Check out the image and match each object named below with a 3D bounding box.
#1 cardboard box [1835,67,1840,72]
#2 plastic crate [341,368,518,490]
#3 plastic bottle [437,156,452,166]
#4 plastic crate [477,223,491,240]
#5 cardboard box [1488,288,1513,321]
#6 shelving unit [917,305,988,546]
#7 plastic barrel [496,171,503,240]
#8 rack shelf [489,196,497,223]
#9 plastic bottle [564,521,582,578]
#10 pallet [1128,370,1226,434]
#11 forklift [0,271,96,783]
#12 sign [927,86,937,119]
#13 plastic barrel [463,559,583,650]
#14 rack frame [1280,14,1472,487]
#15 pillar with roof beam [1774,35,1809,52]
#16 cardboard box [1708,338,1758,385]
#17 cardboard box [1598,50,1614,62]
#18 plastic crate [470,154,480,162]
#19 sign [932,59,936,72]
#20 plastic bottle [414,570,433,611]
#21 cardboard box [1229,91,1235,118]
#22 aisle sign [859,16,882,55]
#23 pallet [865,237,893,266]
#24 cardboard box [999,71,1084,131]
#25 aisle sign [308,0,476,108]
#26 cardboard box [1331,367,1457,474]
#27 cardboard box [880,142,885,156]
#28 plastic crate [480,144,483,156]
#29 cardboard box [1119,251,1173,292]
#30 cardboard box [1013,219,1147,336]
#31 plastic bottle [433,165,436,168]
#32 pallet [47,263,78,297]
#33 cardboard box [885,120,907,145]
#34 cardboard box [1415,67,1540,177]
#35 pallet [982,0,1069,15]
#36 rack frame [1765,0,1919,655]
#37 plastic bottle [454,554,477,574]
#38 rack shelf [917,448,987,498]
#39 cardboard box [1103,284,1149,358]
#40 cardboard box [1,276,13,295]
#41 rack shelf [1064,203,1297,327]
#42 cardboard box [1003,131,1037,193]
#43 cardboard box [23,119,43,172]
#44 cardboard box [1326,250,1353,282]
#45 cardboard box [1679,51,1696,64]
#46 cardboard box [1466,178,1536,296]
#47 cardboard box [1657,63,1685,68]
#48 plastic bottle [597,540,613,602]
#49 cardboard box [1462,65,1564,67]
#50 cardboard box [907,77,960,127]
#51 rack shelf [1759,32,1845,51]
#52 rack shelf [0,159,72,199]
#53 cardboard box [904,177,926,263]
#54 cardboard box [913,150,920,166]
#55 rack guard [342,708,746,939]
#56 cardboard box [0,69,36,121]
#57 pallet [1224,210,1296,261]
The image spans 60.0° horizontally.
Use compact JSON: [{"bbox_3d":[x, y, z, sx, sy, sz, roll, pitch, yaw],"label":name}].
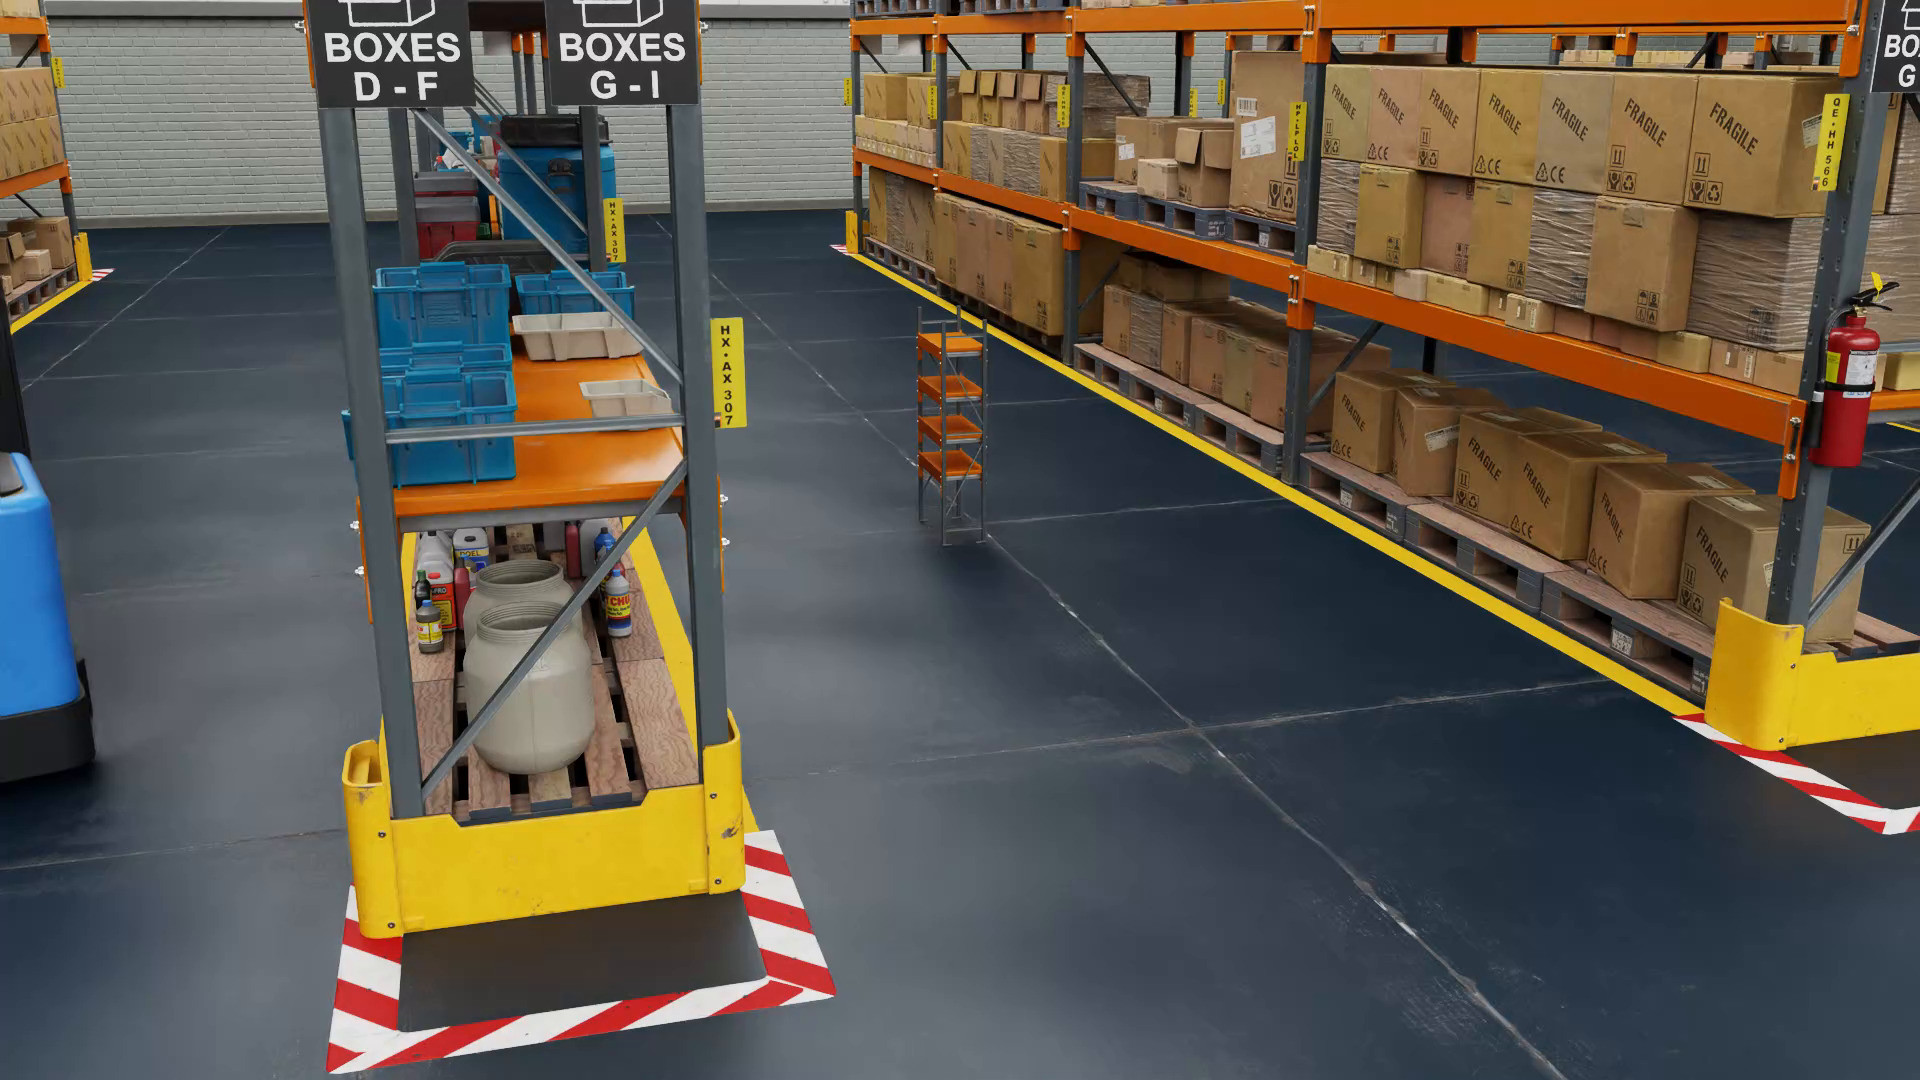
[{"bbox_3d":[9.926,-4.914,18.185,0.500,0.500,0.500,-5,17,-17],"label":"cardboard box"},{"bbox_3d":[-1.638,-0.358,5.189,0.499,0.251,0.616,-5,17,-15],"label":"plastic crate"},{"bbox_3d":[-4.649,-3.315,14.990,0.152,0.276,0.135,-5,17,-15],"label":"plastic bottle"},{"bbox_3d":[-3.062,-1.779,10.029,0.450,0.188,0.662,-5,17,-15],"label":"plastic crate"},{"bbox_3d":[2.757,-1.130,7.936,0.380,0.149,0.250,-5,17,-15],"label":"cardboard box"},{"bbox_3d":[-0.045,-0.620,8.932,0.258,1.200,0.503,-5,17,-15],"label":"shelving unit"},{"bbox_3d":[-2.566,-1.971,10.064,0.433,0.535,0.433,0,17,0],"label":"plastic barrel"},{"bbox_3d":[-3.961,-2.736,14.098,1.077,0.370,4.000,-5,17,-15],"label":"rack shelf"},{"bbox_3d":[-1.778,0.021,7.626,0.061,0.283,0.133,-5,17,-15],"label":"plastic bottle"},{"bbox_3d":[1.896,-1.031,12.016,1.003,0.211,1.213,-5,17,-15],"label":"pallet"},{"bbox_3d":[-4.382,-0.809,6.550,1.130,2.935,3.031,-11,20,-32],"label":"forklift"},{"bbox_3d":[-0.282,-4.434,16.856,0.100,0.325,0.005,-5,17,-15],"label":"sign"},{"bbox_3d":[-1.605,0.361,6.131,0.421,0.512,0.421,0,17,0],"label":"plastic barrel"},{"bbox_3d":[2.450,-1.813,9.773,1.000,3.000,0.127,-5,17,-15],"label":"rack frame"},{"bbox_3d":[9.439,-9.659,25.465,9.100,9.000,0.400,-5,17,-15],"label":"pillar with roof beam"},{"bbox_3d":[3.204,-0.718,6.564,0.380,0.149,0.250,-5,17,-15],"label":"cardboard box"},{"bbox_3d":[8.703,-6.414,22.050,0.380,0.149,0.250,-5,18,-17],"label":"cardboard box"},{"bbox_3d":[-5.077,-3.819,16.827,0.437,0.125,0.590,-5,17,-15],"label":"plastic crate"},{"bbox_3d":[-0.322,-5.839,20.752,0.100,0.325,0.005,-5,17,-15],"label":"sign"},{"bbox_3d":[-2.189,0.271,6.792,0.061,0.283,0.133,-4,17,-14],"label":"plastic bottle"},{"bbox_3d":[3.807,-5.541,21.492,0.500,0.500,0.500,-4,17,-13],"label":"cardboard box"},{"bbox_3d":[-1.156,-6.373,20.436,0.394,0.787,0.004,-5,17,-15],"label":"aisle sign"},{"bbox_3d":[-0.553,-3.581,20.508,1.003,0.211,1.213,-5,17,-15],"label":"pallet"},{"bbox_3d":[0.798,-4.016,15.192,0.797,0.503,0.637,-4,17,-13],"label":"cardboard box"},{"bbox_3d":[-1.479,-1.516,4.267,0.394,0.787,0.004,-5,17,-15],"label":"aisle sign"},{"bbox_3d":[2.522,-0.703,9.693,0.500,0.500,0.500,-5,18,-17],"label":"cardboard box"},{"bbox_3d":[-0.712,-4.532,19.262,0.380,0.149,0.250,-5,17,-16],"label":"cardboard box"},{"bbox_3d":[-5.146,-4.350,18.575,0.396,0.136,0.243,-5,17,-15],"label":"plastic crate"},{"bbox_3d":[1.564,-2.109,13.035,0.500,0.250,0.500,-4,17,-13],"label":"cardboard box"},{"bbox_3d":[1.181,-2.295,14.342,1.225,0.875,0.875,-6,18,-18],"label":"cardboard box"},{"bbox_3d":[-4.334,-2.954,13.775,0.061,0.283,0.133,-5,17,-15],"label":"plastic bottle"},{"bbox_3d":[-10.133,-2.773,17.816,1.003,0.211,1.213,-5,17,-15],"label":"pallet"},{"bbox_3d":[-0.543,-4.622,18.869,0.500,0.250,0.500,-5,17,-16],"label":"cardboard box"},{"bbox_3d":[2.605,-2.061,8.170,0.500,0.500,0.500,-5,17,-15],"label":"cardboard box"},{"bbox_3d":[0.813,-4.748,14.660,1.003,0.211,1.213,-4,17,-13],"label":"pallet"},{"bbox_3d":[3.549,-0.706,6.089,1.000,3.000,0.127,-5,17,-15],"label":"rack frame"},{"bbox_3d":[-2.165,0.164,7.291,0.097,0.201,0.097,0,17,0],"label":"plastic bottle"},{"bbox_3d":[-0.045,-0.366,9.008,0.258,0.148,0.480,-5,17,-15],"label":"rack shelf"},{"bbox_3d":[1.554,-1.749,13.141,0.700,0.500,0.500,-6,18,-18],"label":"cardboard box"},{"bbox_3d":[-9.429,-2.469,16.117,0.380,0.166,0.250,-5,17,-15],"label":"cardboard box"},{"bbox_3d":[1.900,-2.021,11.718,1.077,0.370,4.000,-5,17,-15],"label":"rack shelf"},{"bbox_3d":[0.700,-3.366,14.769,0.500,0.500,0.500,-5,18,-17],"label":"cardboard box"},{"bbox_3d":[-9.711,-4.014,16.926,0.500,0.500,0.500,-5,17,-15],"label":"cardboard box"},{"bbox_3d":[2.276,-1.539,9.298,0.380,0.149,0.250,-5,17,-15],"label":"cardboard box"},{"bbox_3d":[9.172,-5.993,20.649,0.380,0.149,0.250,-5,17,-16],"label":"cardboard box"},{"bbox_3d":[2.950,-1.461,7.910,0.875,0.500,0.500,-5,17,-15],"label":"cardboard box"},{"bbox_3d":[9.104,-5.726,20.887,0.500,0.500,0.500,-4,17,-15],"label":"cardboard box"},{"bbox_3d":[-1.533,0.133,7.274,0.097,0.271,0.097,0,17,0],"label":"plastic bottle"},{"bbox_3d":[2.977,-2.241,8.770,0.500,0.500,0.500,-5,17,-15],"label":"cardboard box"},{"bbox_3d":[-0.266,-4.700,17.826,0.500,0.500,0.500,-5,17,-15],"label":"cardboard box"},{"bbox_3d":[10.330,-5.348,17.578,1.077,0.370,4.000,-5,17,-15],"label":"rack shelf"},{"bbox_3d":[-9.824,-3.452,16.481,1.077,0.370,4.000,-5,17,-15],"label":"rack shelf"},{"bbox_3d":[-0.100,-3.647,18.842,0.875,0.875,0.875,-5,17,-15],"label":"cardboard box"},{"bbox_3d":[-0.289,-4.106,17.844,0.380,0.149,0.250,-5,17,-16],"label":"cardboard box"},{"bbox_3d":[-1.279,0.865,5.203,1.175,0.500,0.348,-5,17,-15],"label":"rack guard"},{"bbox_3d":[-9.700,-4.492,16.782,0.500,0.500,0.500,-4,17,-14],"label":"cardboard box"},{"bbox_3d":[2.380,-1.944,10.542,1.003,0.211,1.213,-5,17,-15],"label":"pallet"}]
